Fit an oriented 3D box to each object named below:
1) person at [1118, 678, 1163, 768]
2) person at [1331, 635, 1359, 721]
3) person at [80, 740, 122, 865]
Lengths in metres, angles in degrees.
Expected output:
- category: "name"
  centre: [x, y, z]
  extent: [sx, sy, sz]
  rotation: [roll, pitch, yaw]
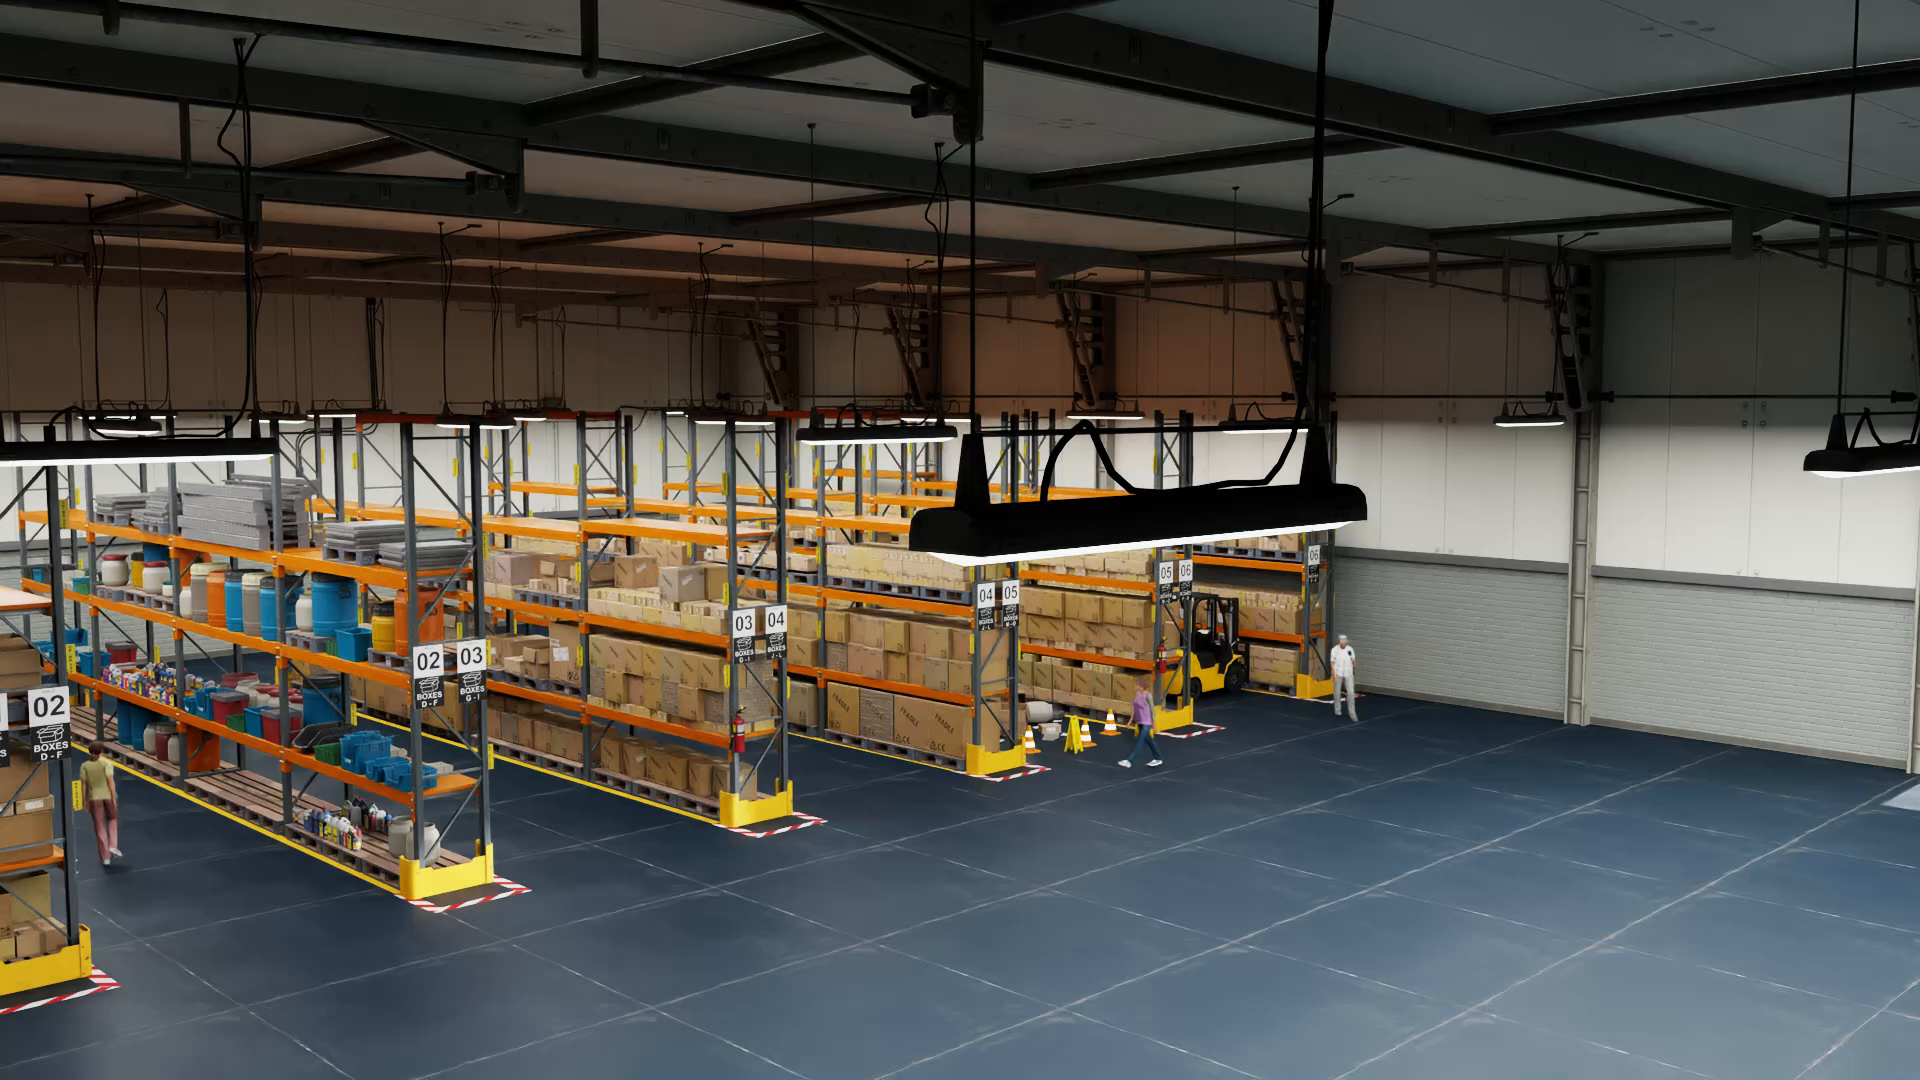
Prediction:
- category: "person"
  centre: [3.037, 3.100, 28.166]
  extent: [0.980, 1.544, 0.435]
  rotation: [-2, 5, -23]
- category: "person"
  centre: [7.553, 2.671, 32.682]
  extent: [0.539, 1.643, 0.836]
  rotation: [1, 5, 9]
- category: "person"
  centre: [-11.604, 3.540, 22.468]
  extent: [0.478, 1.655, 0.462]
  rotation: [-3, 6, -32]
